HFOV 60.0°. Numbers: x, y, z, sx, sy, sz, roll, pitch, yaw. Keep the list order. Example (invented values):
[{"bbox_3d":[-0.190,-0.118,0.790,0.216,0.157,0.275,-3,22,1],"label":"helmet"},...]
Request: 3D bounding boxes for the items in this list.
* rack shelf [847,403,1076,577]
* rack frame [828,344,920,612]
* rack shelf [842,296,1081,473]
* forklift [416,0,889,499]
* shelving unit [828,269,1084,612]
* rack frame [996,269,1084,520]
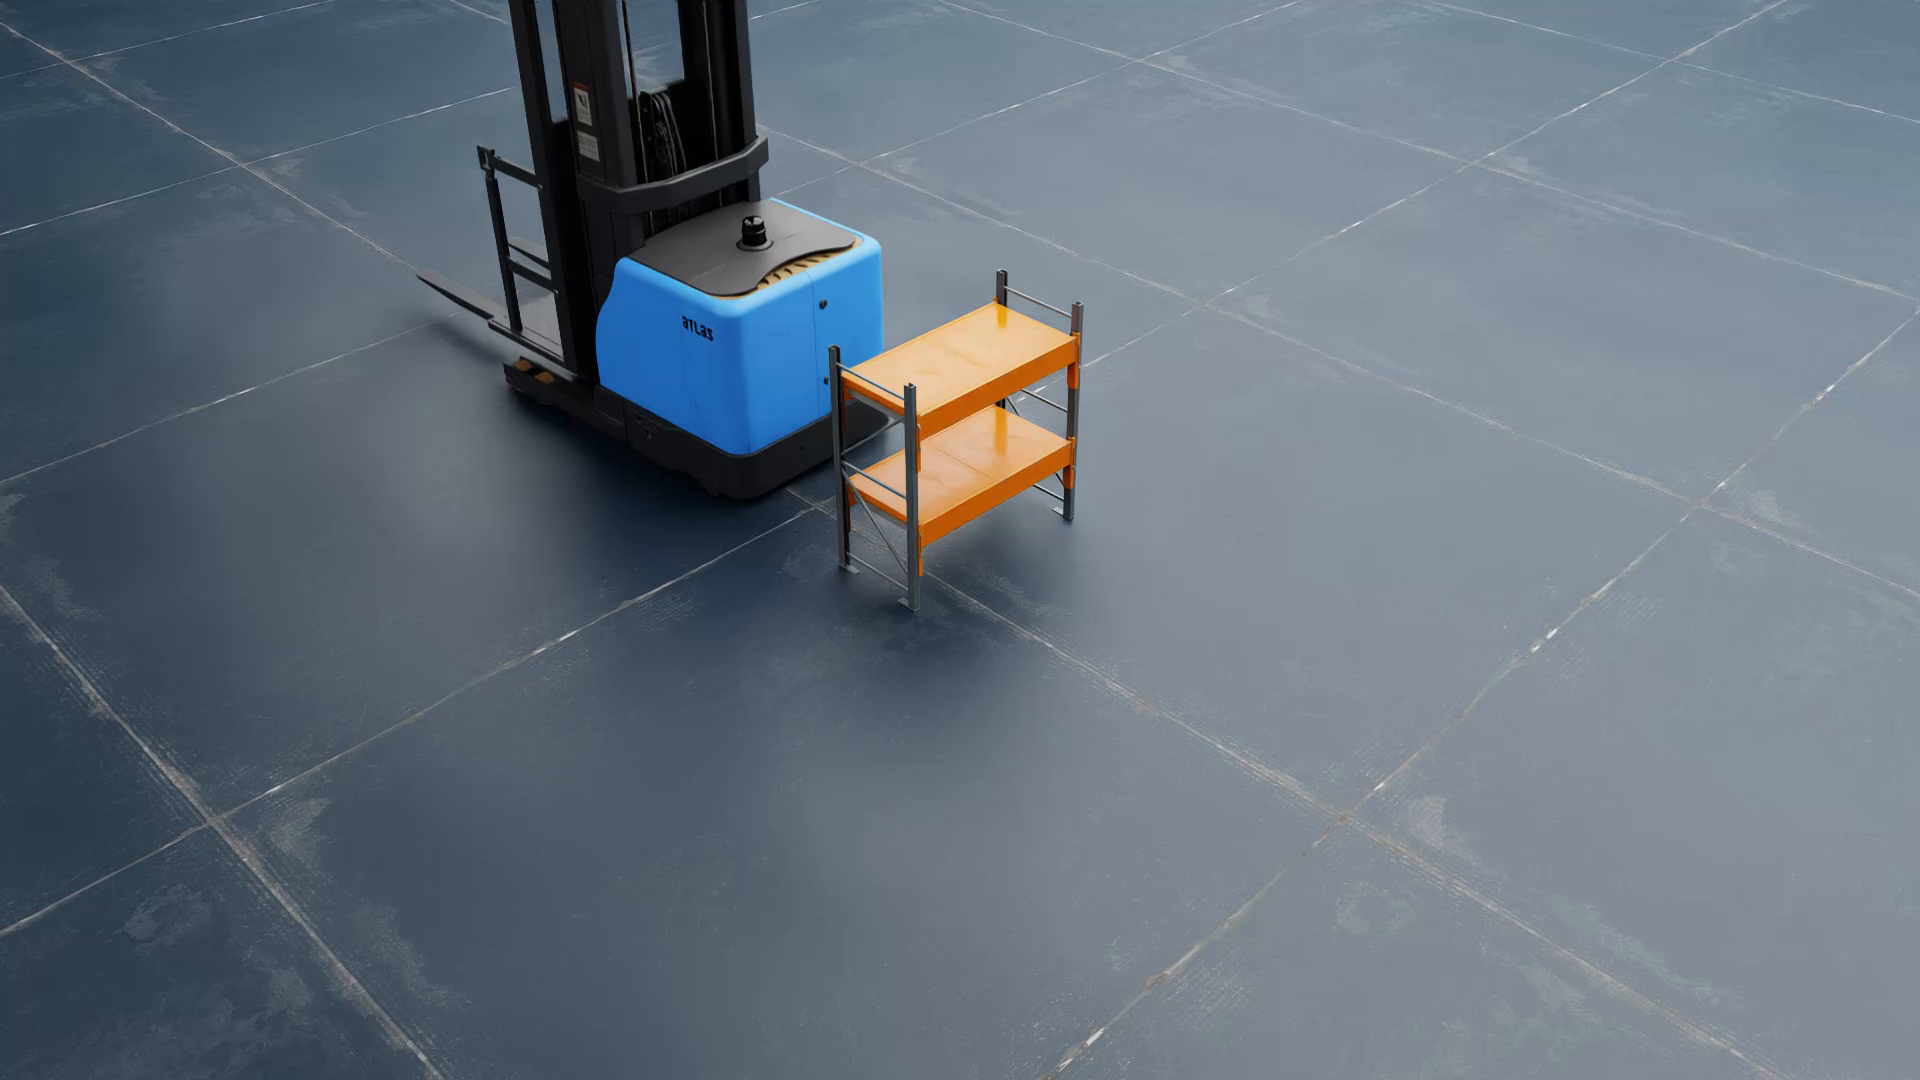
[{"bbox_3d":[-0.005,-0.258,7.564,0.538,0.278,1.000,30,45,35],"label":"rack shelf"},{"bbox_3d":[-0.363,-0.252,7.128,0.500,1.125,0.032,30,45,35],"label":"rack frame"},{"bbox_3d":[-0.005,-0.699,7.257,0.538,0.278,1.000,30,45,35],"label":"rack shelf"},{"bbox_3d":[-1.789,-2.115,8.220,3.031,2.935,1.130,28,43,34],"label":"forklift"},{"bbox_3d":[-0.005,-0.459,7.424,0.538,1.125,1.048,30,45,35],"label":"shelving unit"},{"bbox_3d":[0.353,-0.665,7.720,0.500,1.125,0.032,30,45,35],"label":"rack frame"}]
